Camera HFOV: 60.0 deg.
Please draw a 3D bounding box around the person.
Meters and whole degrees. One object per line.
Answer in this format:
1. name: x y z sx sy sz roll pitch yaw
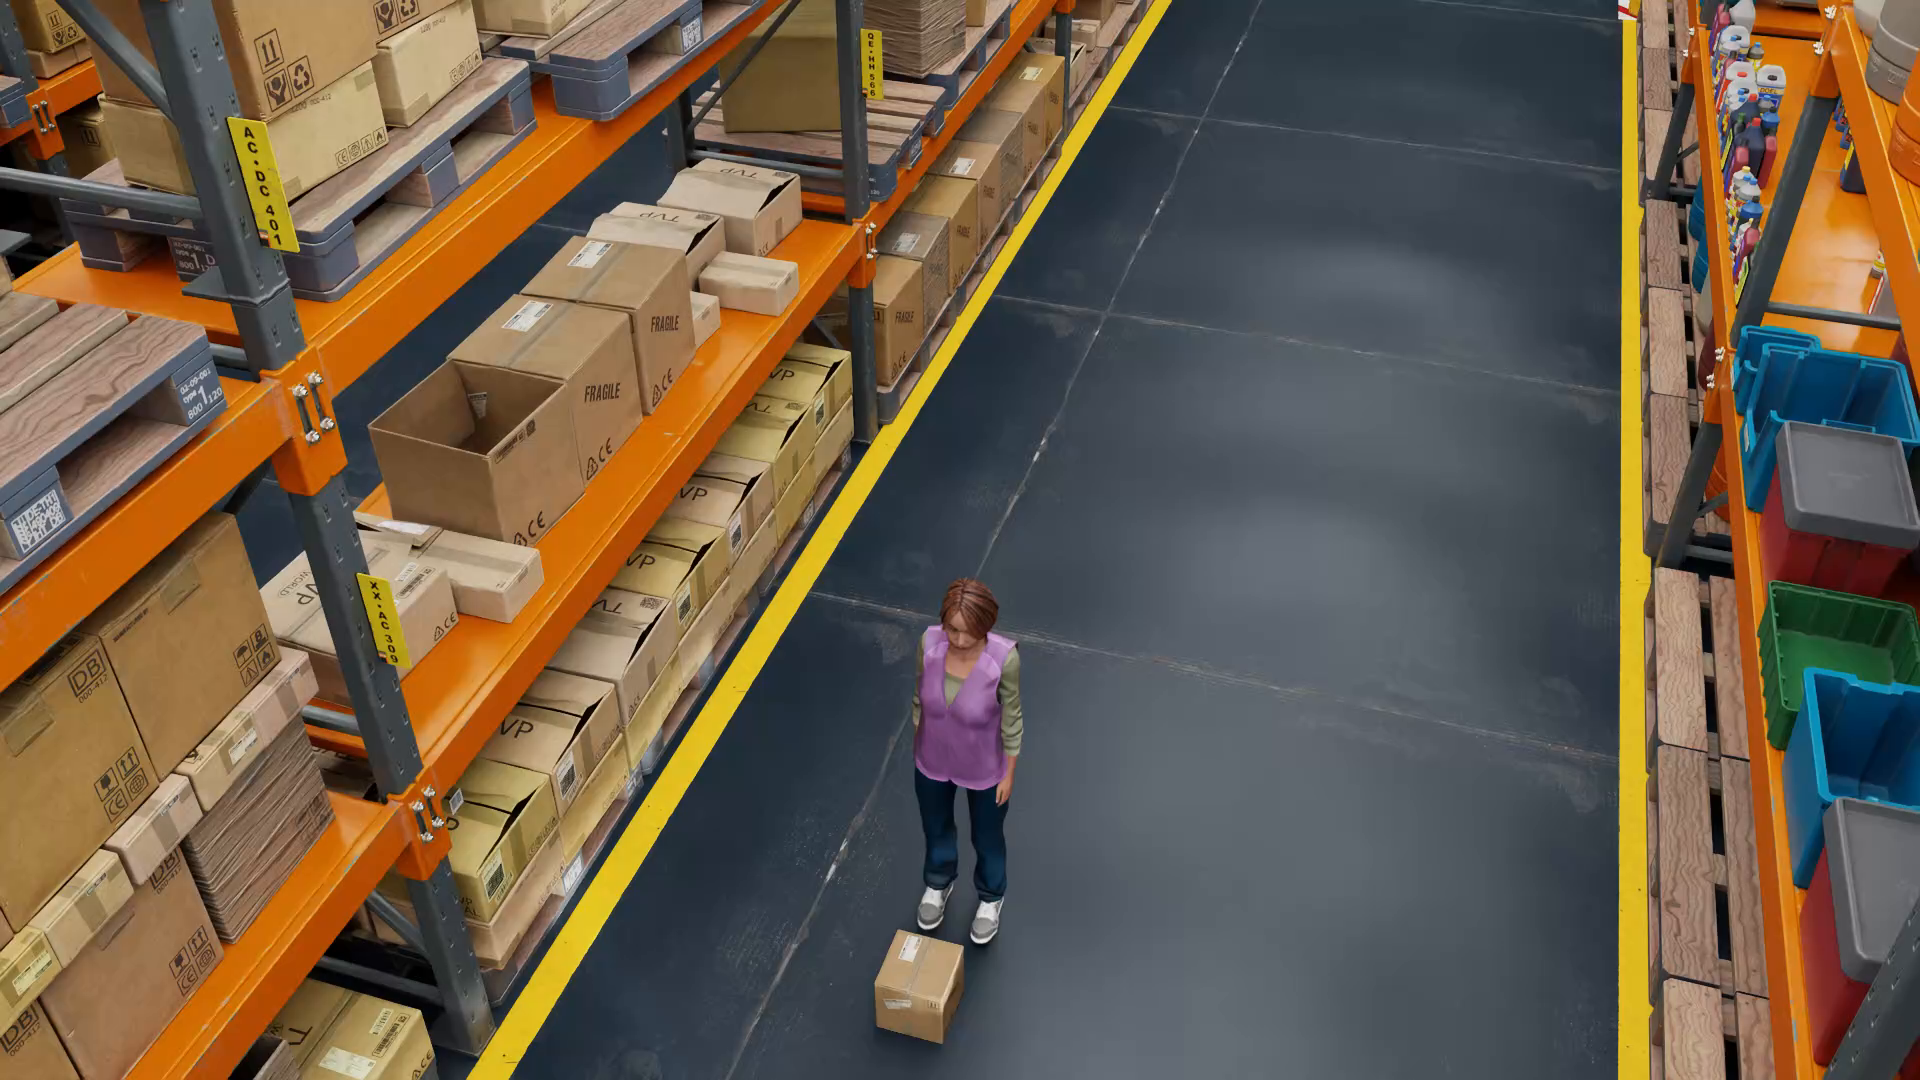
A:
1. person: 0.022 0.789 5.872 0.405 1.600 0.303 12 39 15
